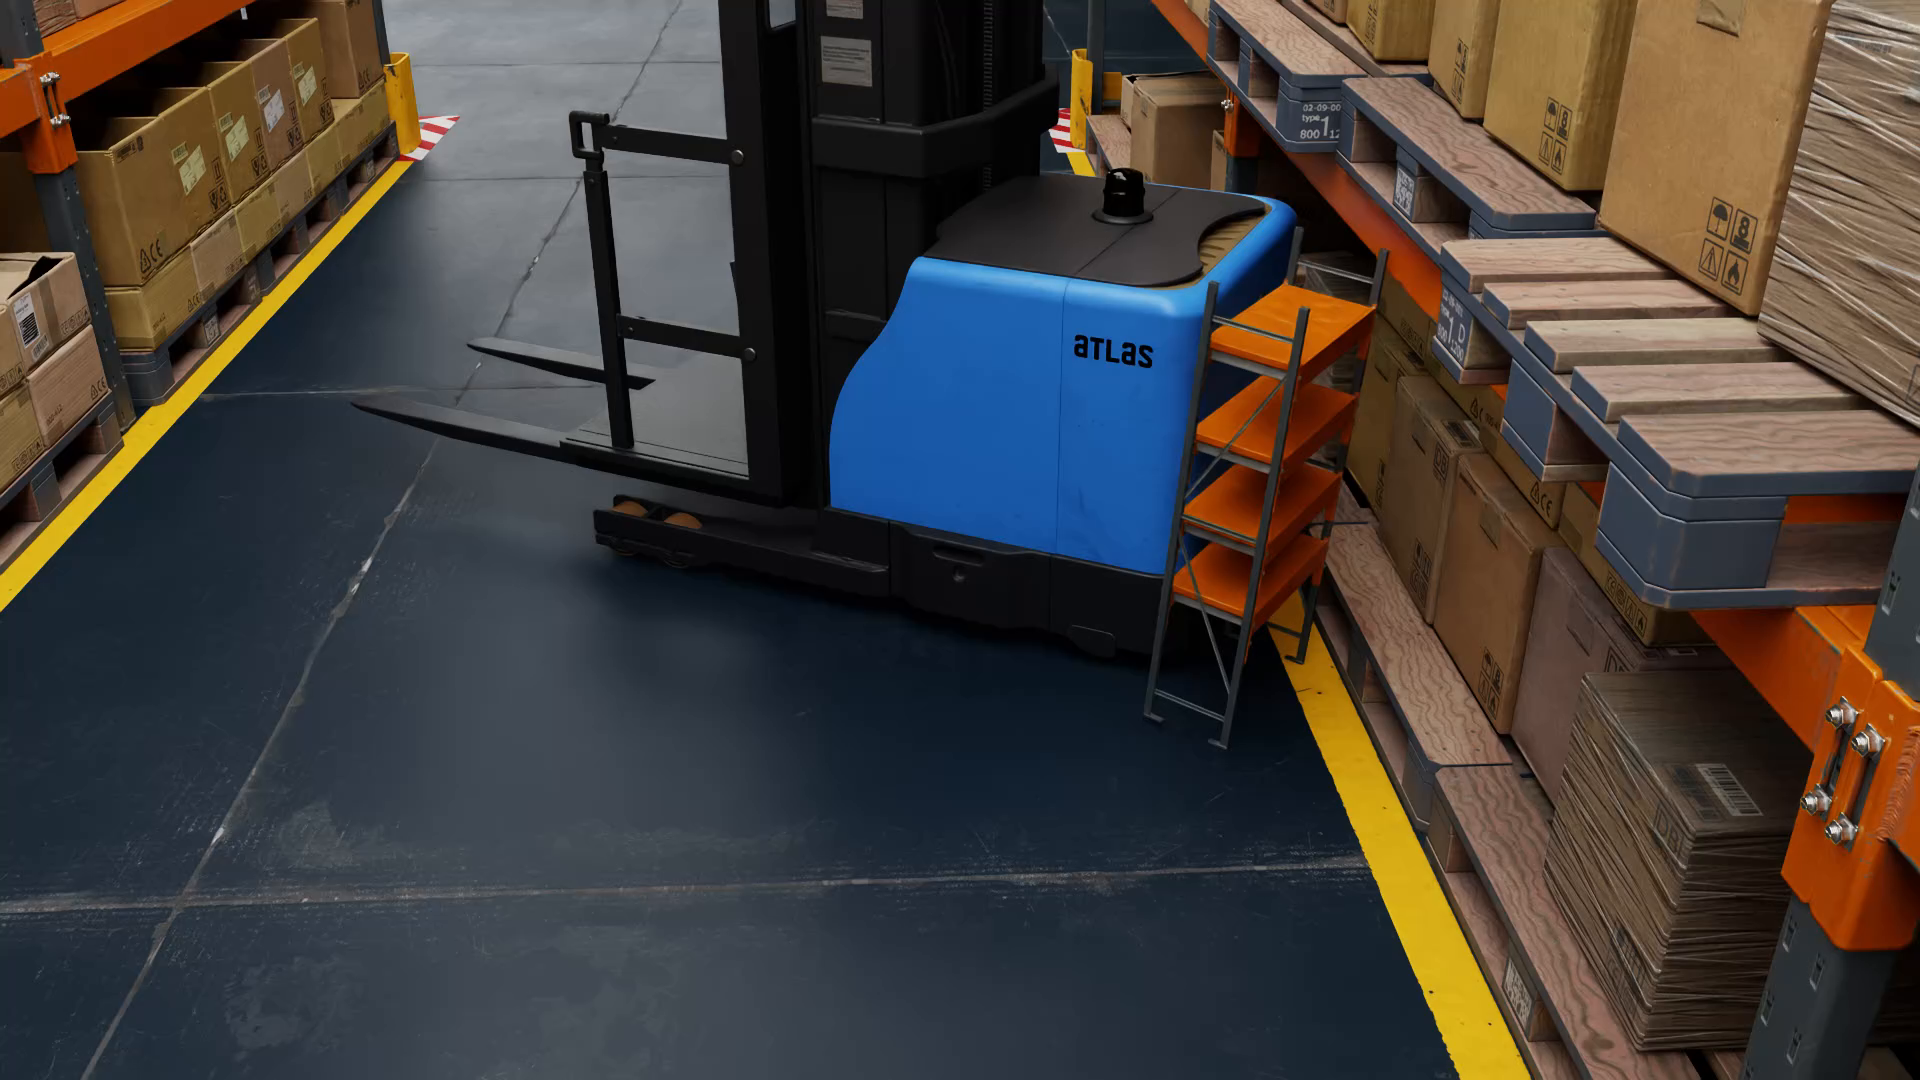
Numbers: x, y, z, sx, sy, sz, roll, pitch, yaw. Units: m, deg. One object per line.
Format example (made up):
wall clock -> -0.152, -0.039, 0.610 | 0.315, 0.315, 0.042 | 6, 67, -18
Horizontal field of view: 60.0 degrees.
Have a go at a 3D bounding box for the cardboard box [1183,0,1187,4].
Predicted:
cardboard box -> 1.096, -2.231, 6.424 | 0.500, 0.250, 0.500 | -1, 28, -2

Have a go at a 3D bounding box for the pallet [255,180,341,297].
pallet -> -3.572, -1.422, 7.748 | 1.003, 0.211, 1.213 | -1, 28, -3

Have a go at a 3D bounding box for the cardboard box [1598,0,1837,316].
cardboard box -> 1.559, -0.713, 2.789 | 0.700, 0.500, 0.500 | -4, 28, -7

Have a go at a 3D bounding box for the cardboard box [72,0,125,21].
cardboard box -> -3.569, -2.218, 6.150 | 0.700, 0.500, 0.500 | -2, 28, -3

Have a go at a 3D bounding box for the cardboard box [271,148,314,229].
cardboard box -> -3.301, -1.606, 7.606 | 0.500, 0.250, 0.500 | -1, 28, -3

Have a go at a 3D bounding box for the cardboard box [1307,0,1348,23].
cardboard box -> 1.433, -1.850, 4.970 | 0.700, 0.500, 0.500 | -1, 28, -2

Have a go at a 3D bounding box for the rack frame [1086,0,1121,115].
rack frame -> 1.232, -3.694, 9.088 | 1.000, 3.000, 0.127 | -1, 28, -3

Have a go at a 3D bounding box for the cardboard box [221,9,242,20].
cardboard box -> -3.881, -2.388, 8.293 | 0.500, 0.500, 0.500 | -1, 28, -3

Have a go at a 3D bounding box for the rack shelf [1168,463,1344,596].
rack shelf -> 0.749, -0.061, 4.194 | 0.258, 0.148, 0.480 | 21, 34, 26

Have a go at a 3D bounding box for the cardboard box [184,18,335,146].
cardboard box -> -3.323, -2.170, 7.875 | 0.500, 0.500, 0.500 | -1, 28, -3

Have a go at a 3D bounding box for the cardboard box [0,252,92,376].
cardboard box -> -3.199, -0.761, 5.378 | 0.500, 0.311, 0.500 | -1, 28, -3

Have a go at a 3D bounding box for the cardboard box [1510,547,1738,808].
cardboard box -> 1.649, 0.342, 3.578 | 0.700, 0.500, 0.500 | -1, 28, -3

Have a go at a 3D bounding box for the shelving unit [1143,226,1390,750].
shelving unit -> 0.754, -0.119, 4.160 | 0.258, 1.200, 0.503 | 21, 34, 26

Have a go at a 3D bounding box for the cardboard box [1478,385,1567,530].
cardboard box -> 1.561, -0.252, 3.906 | 0.500, 0.250, 0.500 | -2, 28, -3

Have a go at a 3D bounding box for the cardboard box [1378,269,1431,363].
cardboard box -> 1.522, -0.723, 4.809 | 0.500, 0.250, 0.500 | -2, 28, -4

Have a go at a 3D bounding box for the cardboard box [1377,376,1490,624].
cardboard box -> 1.559, -0.120, 4.463 | 0.700, 0.500, 0.500 | -1, 28, -2

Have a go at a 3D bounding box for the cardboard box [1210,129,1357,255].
cardboard box -> 1.347, -1.412, 6.940 | 0.500, 0.500, 0.500 | -3, 28, -7

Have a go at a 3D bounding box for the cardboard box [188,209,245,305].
cardboard box -> -3.248, -1.145, 6.720 | 0.500, 0.250, 0.500 | -1, 28, -3

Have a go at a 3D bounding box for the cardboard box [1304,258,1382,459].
cardboard box -> 1.496, -0.594, 5.372 | 0.700, 0.500, 0.500 | 0, 28, -1

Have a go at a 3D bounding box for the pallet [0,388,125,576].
pallet -> -3.429, -0.149, 5.308 | 1.003, 0.211, 1.213 | -1, 28, -3

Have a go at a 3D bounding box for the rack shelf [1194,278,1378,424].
rack shelf -> 0.780, -0.458, 3.964 | 0.258, 0.148, 0.480 | 21, 34, 26

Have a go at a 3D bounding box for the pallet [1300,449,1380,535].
pallet -> 1.483, -0.251, 5.502 | 1.003, 0.211, 1.213 | -1, 28, -3

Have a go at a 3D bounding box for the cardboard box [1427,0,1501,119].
cardboard box -> 1.521, -1.288, 3.893 | 0.700, 0.500, 0.500 | 2, 28, 4

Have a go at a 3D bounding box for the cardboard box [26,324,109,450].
cardboard box -> -3.195, -0.508, 5.499 | 0.500, 0.250, 0.500 | -2, 28, -3

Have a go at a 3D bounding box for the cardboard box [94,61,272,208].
cardboard box -> -3.270, -1.708, 6.990 | 0.500, 0.500, 0.500 | -1, 28, -3

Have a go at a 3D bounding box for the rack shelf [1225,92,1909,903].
rack shelf -> 1.545, -0.604, 3.942 | 1.077, 0.370, 4.000 | -1, 28, -3

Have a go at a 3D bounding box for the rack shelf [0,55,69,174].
rack shelf -> -3.402, -0.483, 3.709 | 1.077, 0.370, 4.000 | -1, 28, -3

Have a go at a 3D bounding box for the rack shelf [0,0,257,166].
rack shelf -> -3.610, -2.330, 7.251 | 1.077, 0.370, 4.000 | -1, 28, -3

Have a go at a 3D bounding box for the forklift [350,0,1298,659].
forklift -> -0.568, -1.420, 4.803 | 3.031, 2.935, 1.130 | 12, 30, 22

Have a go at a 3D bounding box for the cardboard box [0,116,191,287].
cardboard box -> -3.218, -1.246, 6.104 | 0.500, 0.500, 0.500 | -1, 28, -3

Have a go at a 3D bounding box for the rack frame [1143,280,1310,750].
rack frame -> 0.621, -0.025, 3.979 | 0.240, 1.200, 0.015 | 21, 34, 26

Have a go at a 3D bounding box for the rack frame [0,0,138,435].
rack frame -> -3.506, -1.725, 5.314 | 1.000, 3.000, 0.127 | -1, 28, -3

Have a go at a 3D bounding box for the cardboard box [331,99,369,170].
cardboard box -> -3.354, -2.068, 8.491 | 0.500, 0.250, 0.500 | -1, 28, -3

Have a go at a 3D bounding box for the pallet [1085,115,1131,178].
pallet -> 1.243, -2.046, 8.945 | 1.003, 0.211, 1.213 | -1, 28, -3

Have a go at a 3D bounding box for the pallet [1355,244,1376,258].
pallet -> 1.370, -0.919, 6.784 | 1.003, 0.211, 1.213 | -1, 28, -3

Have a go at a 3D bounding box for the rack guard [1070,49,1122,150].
rack guard -> 1.236, -2.550, 9.599 | 1.175, 0.500, 0.348 | -1, 28, -3

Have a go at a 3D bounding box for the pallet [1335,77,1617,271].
pallet -> 1.505, -0.827, 3.800 | 1.003, 0.211, 1.213 | -1, 28, -3

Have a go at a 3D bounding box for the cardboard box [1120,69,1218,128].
cardboard box -> 1.178, -2.375, 8.992 | 0.500, 0.311, 0.500 | -4, 28, -8
